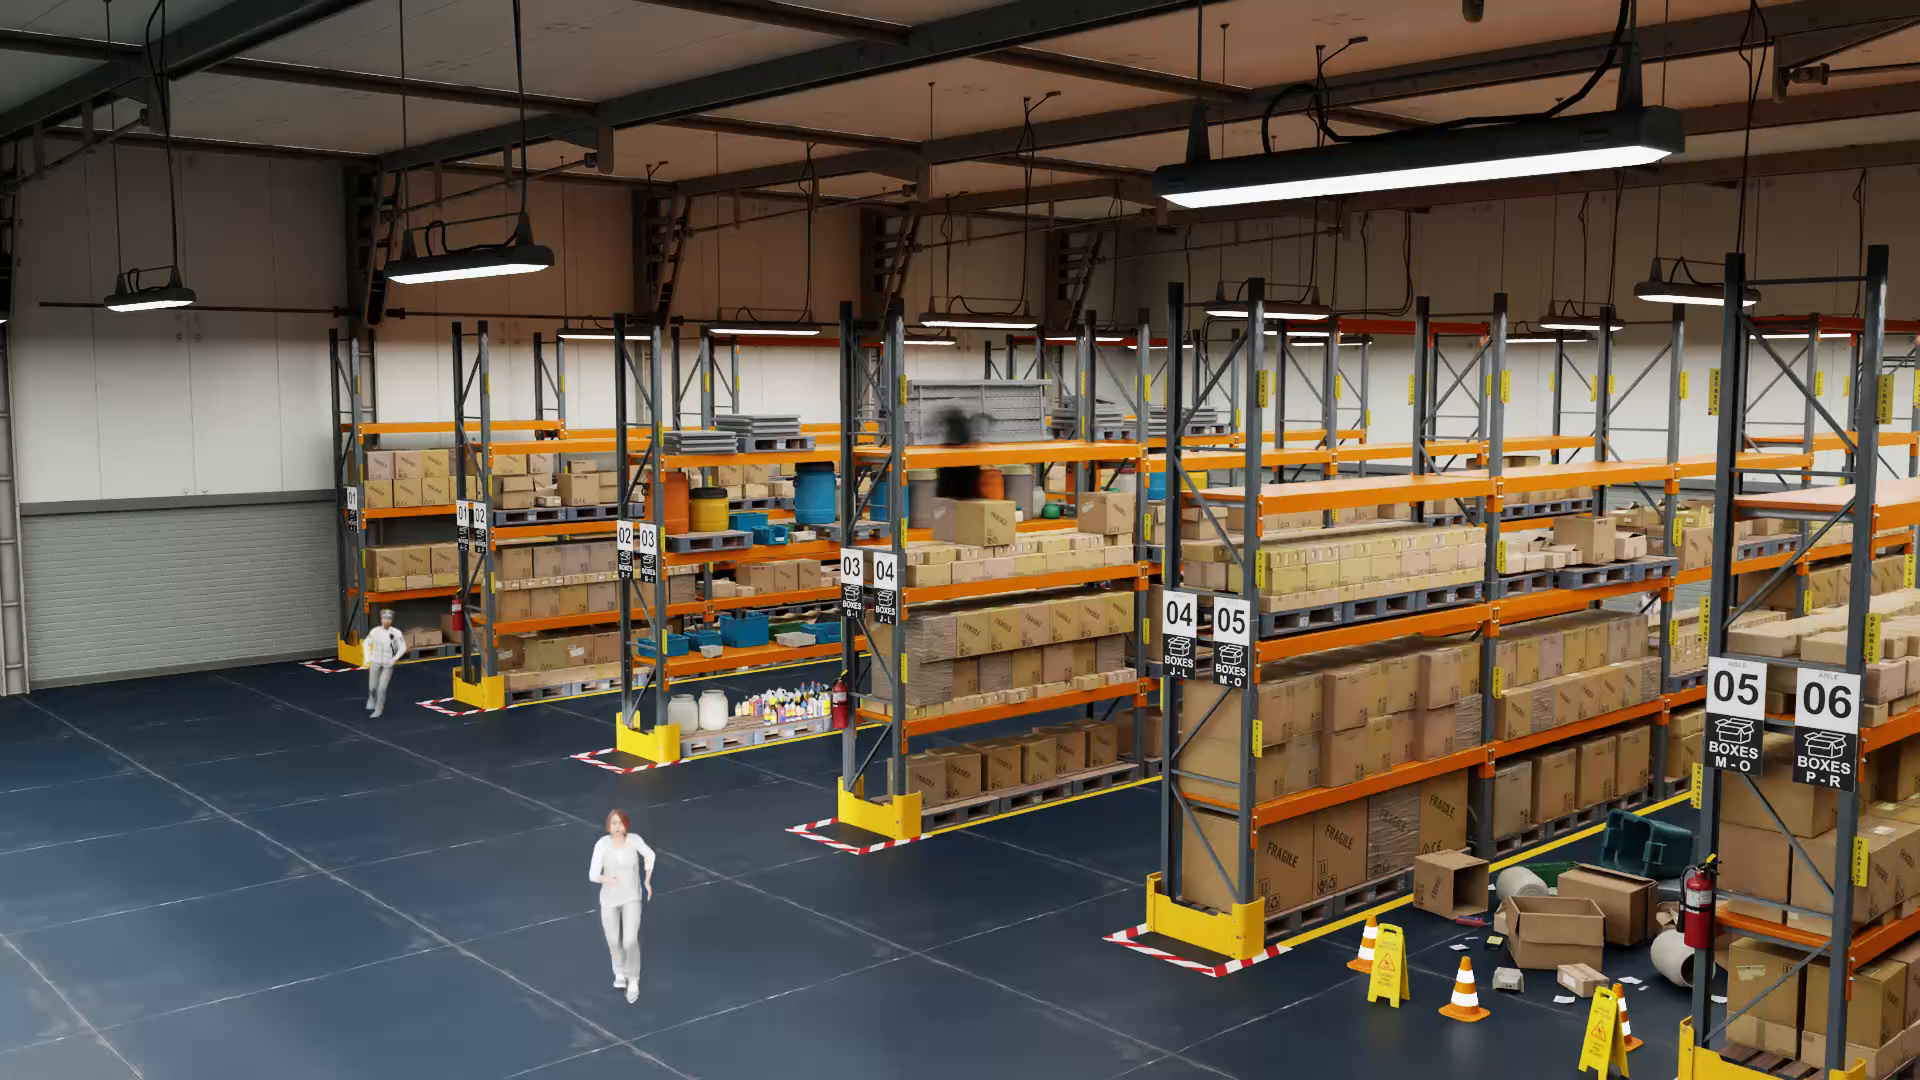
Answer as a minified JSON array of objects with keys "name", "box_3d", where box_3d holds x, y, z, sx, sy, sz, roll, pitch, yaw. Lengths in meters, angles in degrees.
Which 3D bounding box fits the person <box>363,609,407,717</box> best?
[{"name":"person","box_3d":[-8.729,1.860,25.257,0.644,1.634,0.504,-1,6,-13]}]

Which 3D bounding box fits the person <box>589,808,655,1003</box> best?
[{"name":"person","box_3d":[-2.796,3.013,13.754,0.508,1.611,0.672,0,6,-5]}]

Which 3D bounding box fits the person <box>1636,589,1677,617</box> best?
[{"name":"person","box_3d":[11.643,1.501,27.865,0.671,1.760,0.938,3,6,29]}]
